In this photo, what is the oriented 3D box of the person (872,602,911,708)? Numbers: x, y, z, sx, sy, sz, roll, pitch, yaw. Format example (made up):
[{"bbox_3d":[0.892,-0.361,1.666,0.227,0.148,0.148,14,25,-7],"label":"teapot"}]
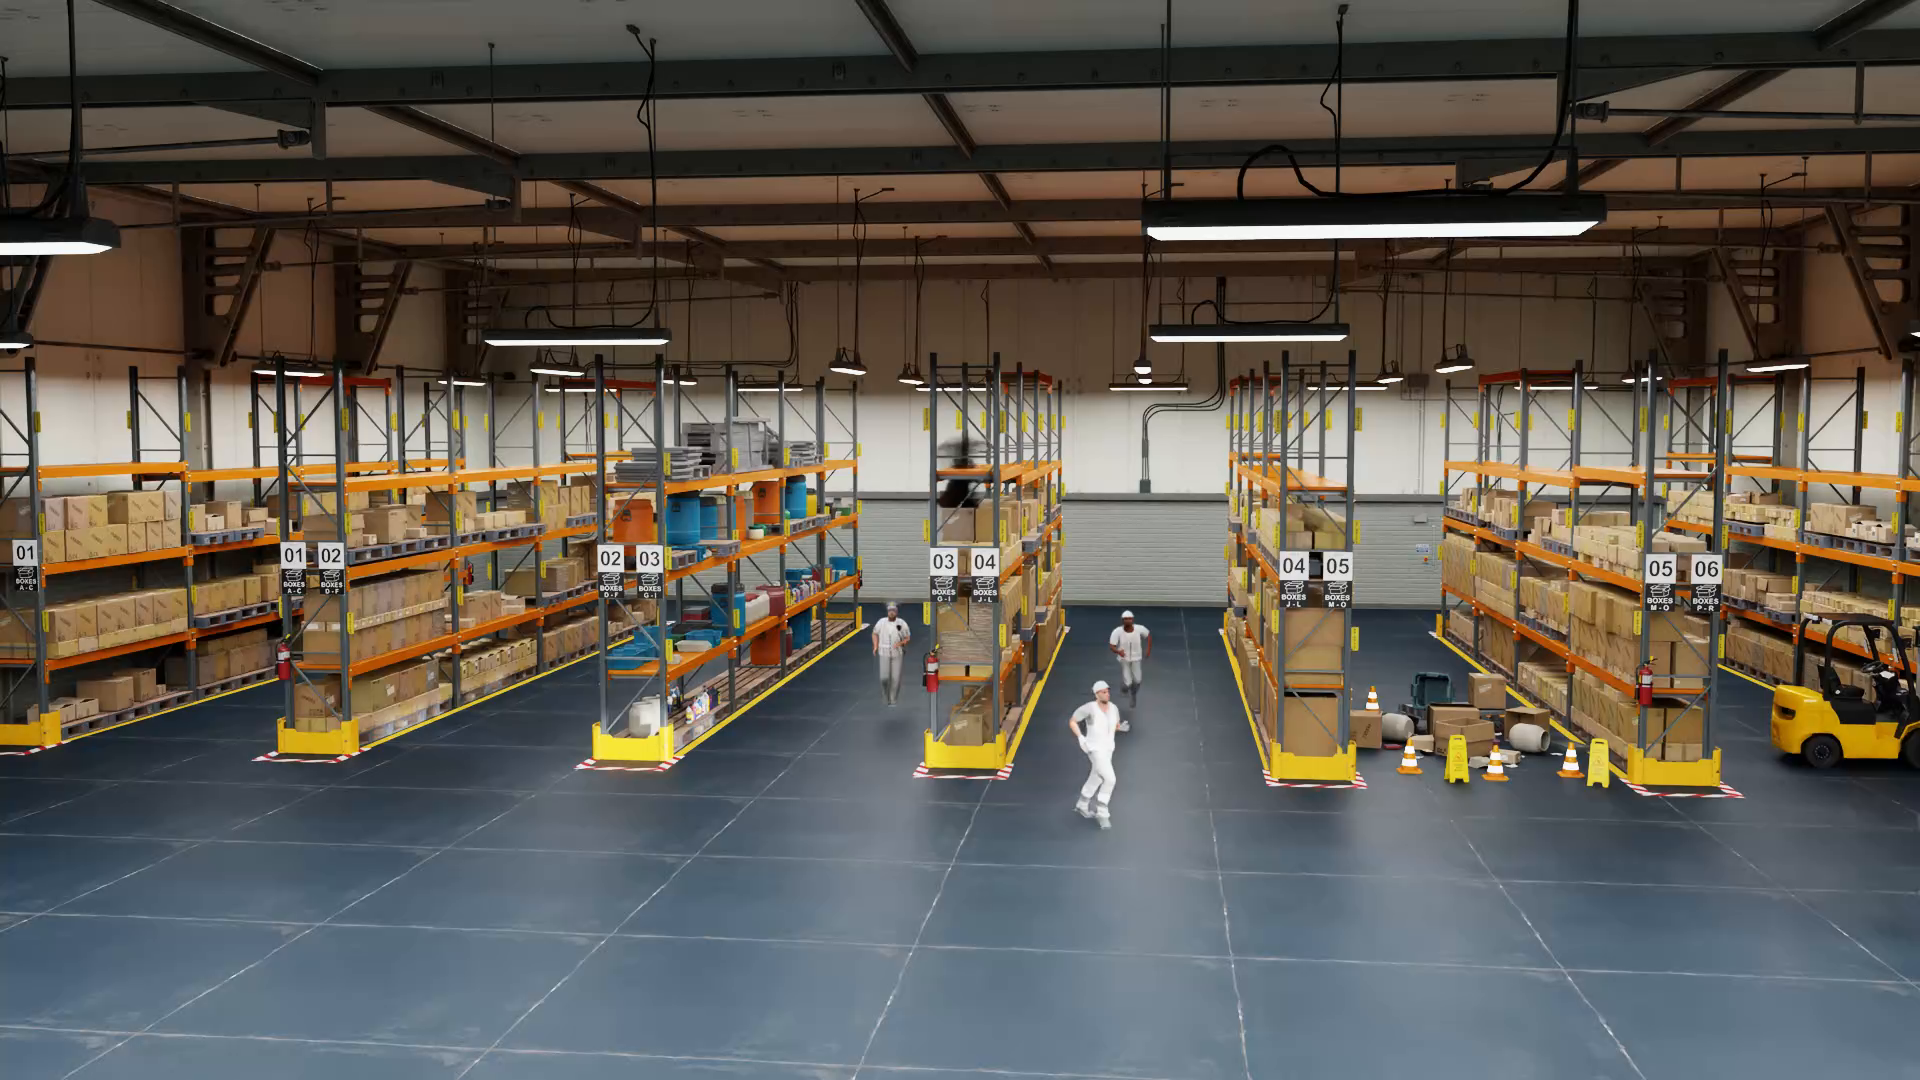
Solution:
[{"bbox_3d":[-1.145,1.910,27.511,0.646,1.779,0.597,0,4,1],"label":"person"}]

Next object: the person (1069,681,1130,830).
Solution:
[{"bbox_3d":[1.755,2.662,20.690,0.615,1.850,0.775,-4,6,-45],"label":"person"}]

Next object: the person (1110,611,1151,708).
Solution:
[{"bbox_3d":[2.909,2.037,28.315,0.731,1.687,0.776,0,4,1],"label":"person"}]
